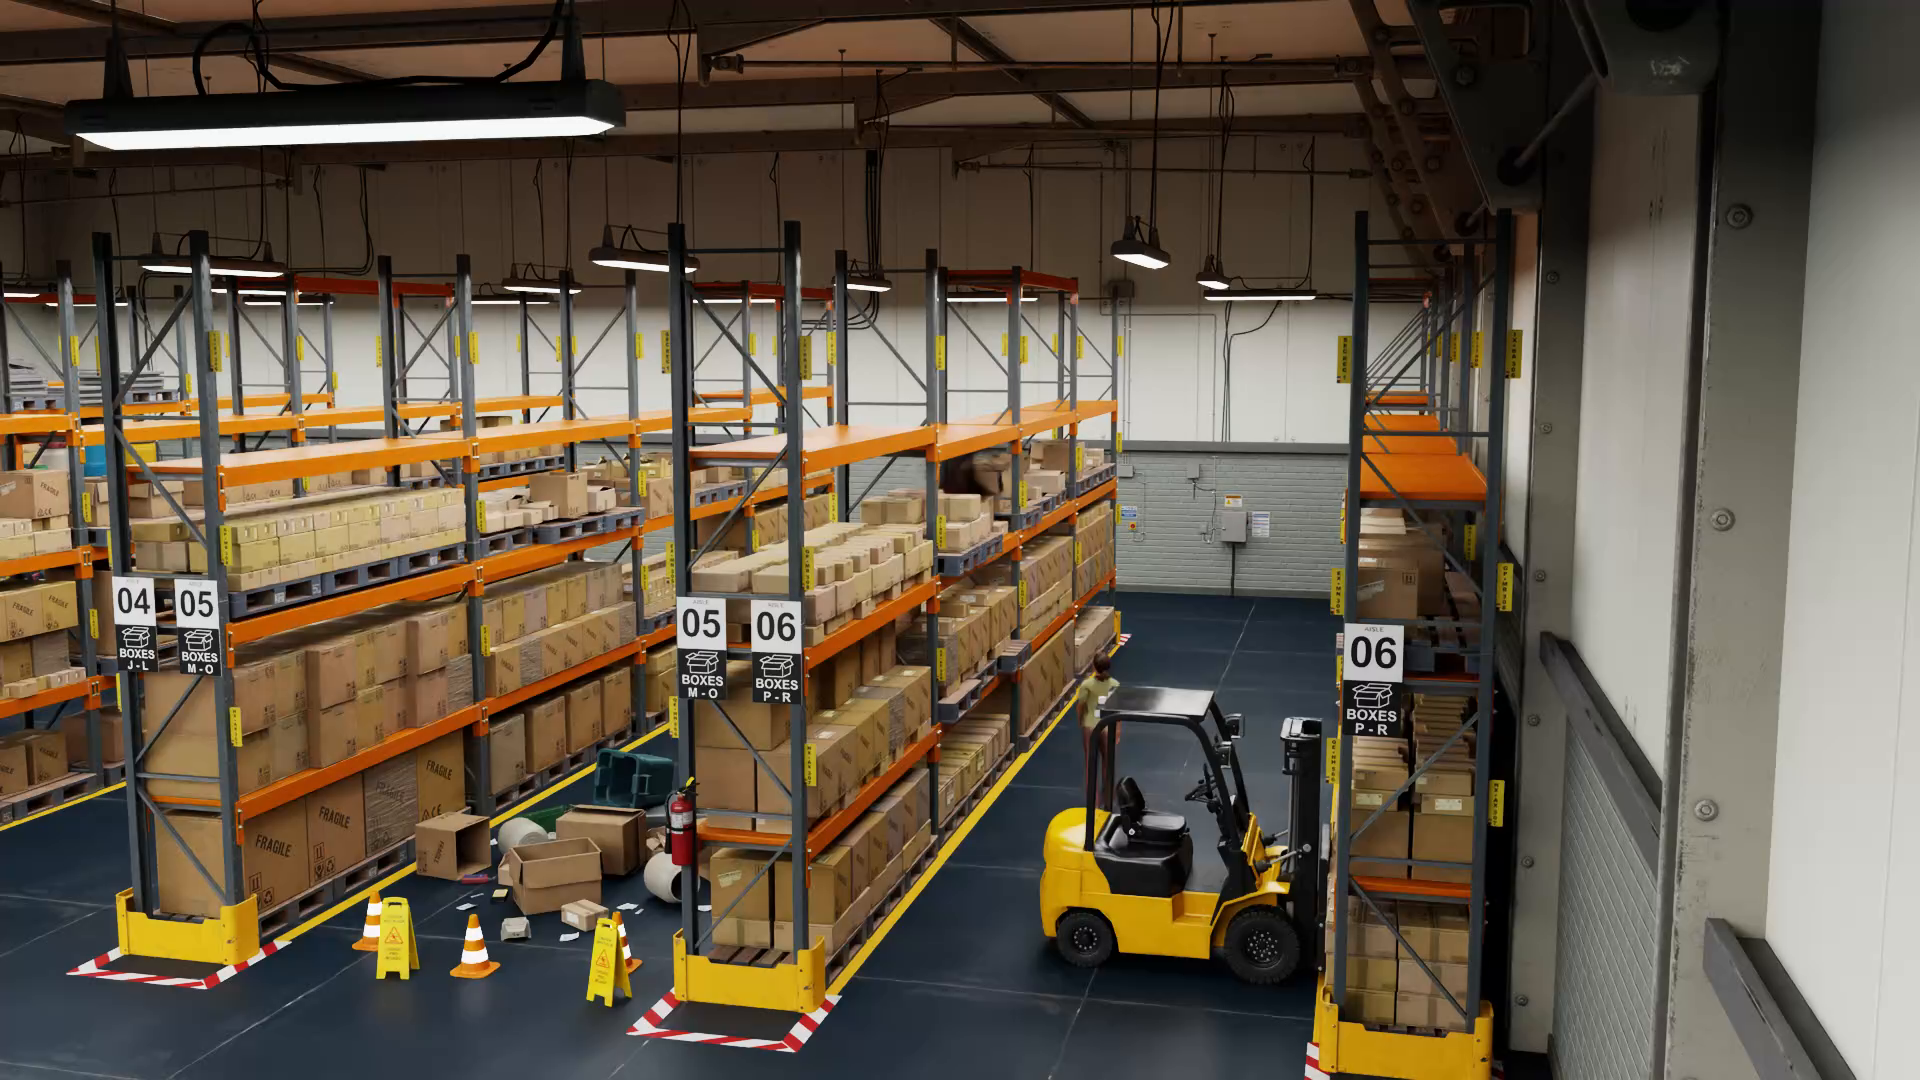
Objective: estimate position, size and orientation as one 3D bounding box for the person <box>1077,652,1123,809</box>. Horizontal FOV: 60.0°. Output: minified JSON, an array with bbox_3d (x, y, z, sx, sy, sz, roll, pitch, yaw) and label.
[{"bbox_3d":[1.448,1.988,17.157,0.489,1.728,0.664,1,7,9],"label":"person"}]

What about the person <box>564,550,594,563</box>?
[{"bbox_3d":[-6.421,0.912,27.990,0.771,1.746,0.994,2,7,13],"label":"person"}]
